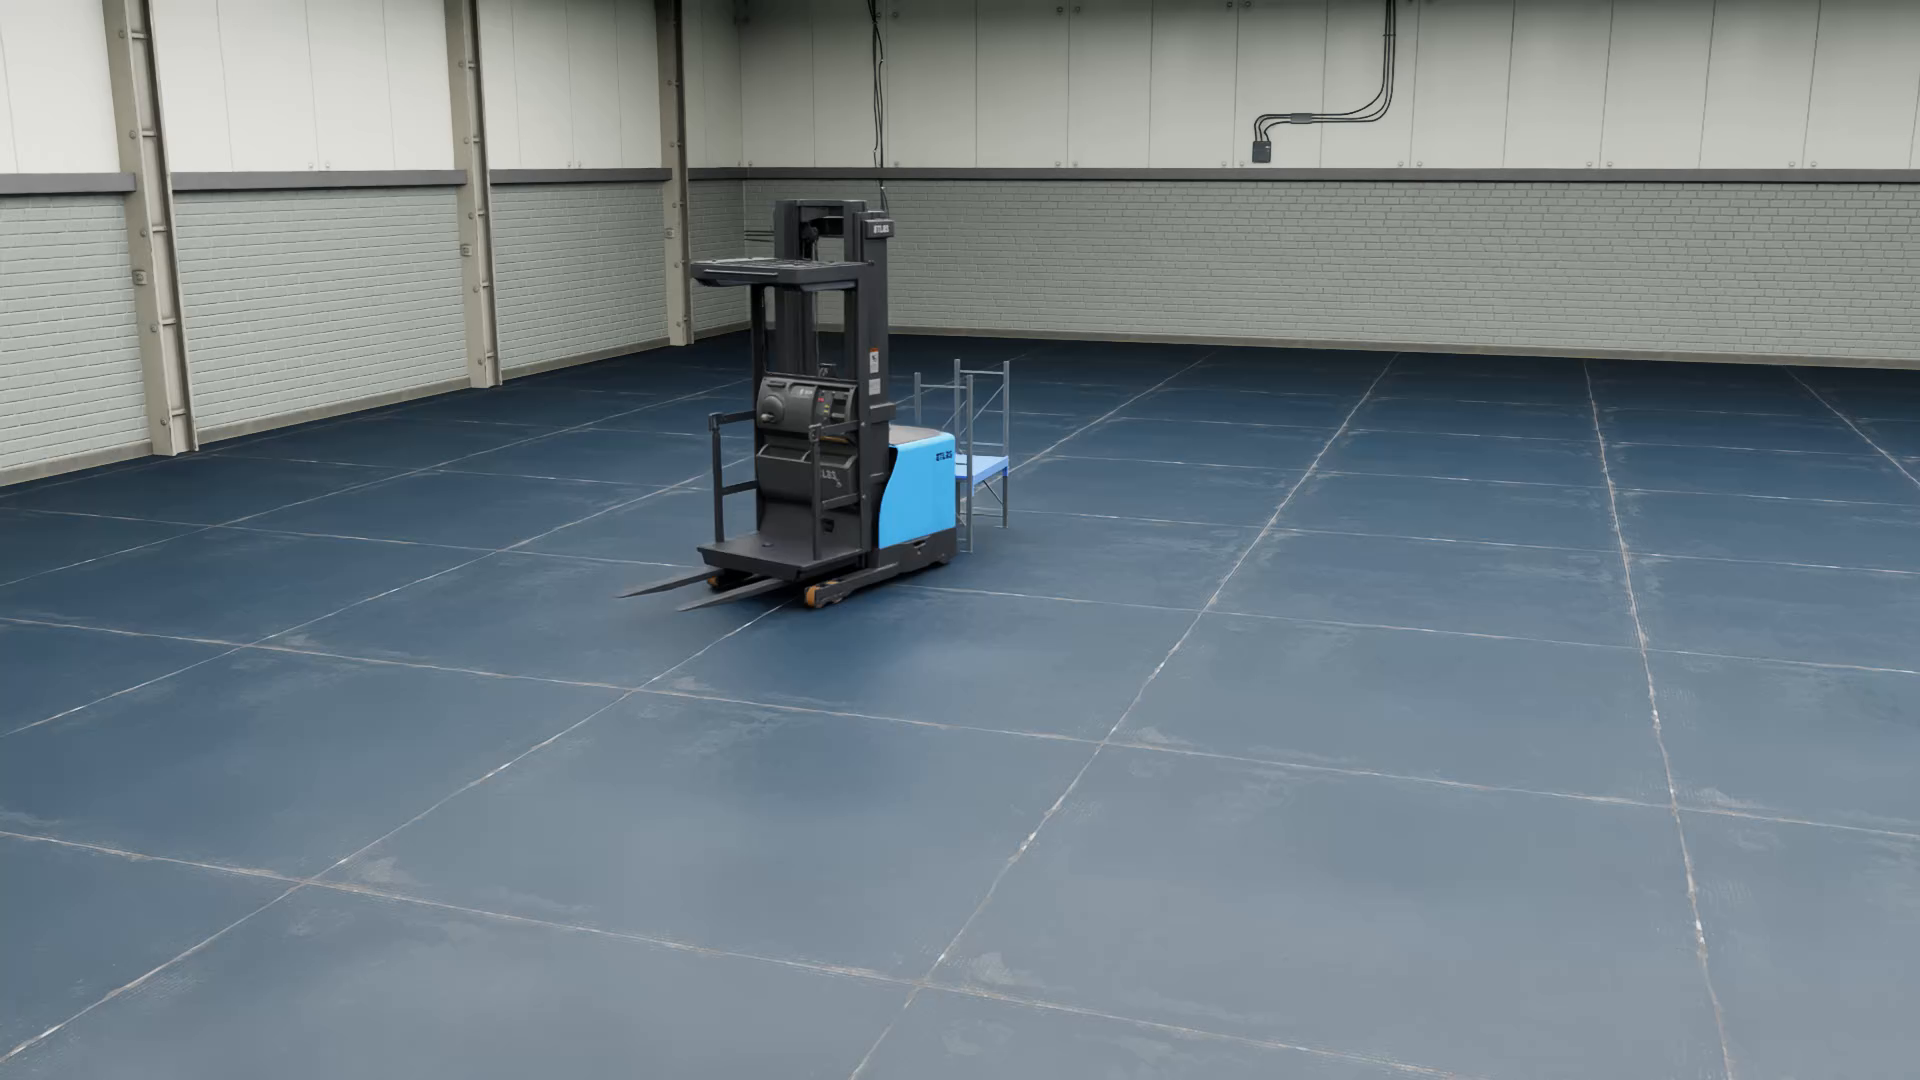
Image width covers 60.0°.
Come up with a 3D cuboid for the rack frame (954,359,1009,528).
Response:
[{"bbox_3d":[0.192,-0.856,14.869,0.500,1.500,0.032,4,14,18],"label":"rack frame"}]

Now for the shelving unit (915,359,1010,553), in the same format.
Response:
[{"bbox_3d":[0.028,-0.749,14.400,0.538,1.500,1.048,4,14,18],"label":"shelving unit"}]

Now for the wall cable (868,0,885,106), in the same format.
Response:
[{"bbox_3d":[-0.251,-9.189,30.154,3.097,2.526,0.112,4,14,18],"label":"wall cable"}]

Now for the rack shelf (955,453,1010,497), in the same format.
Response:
[{"bbox_3d":[0.028,-0.574,14.440,0.538,0.185,1.000,4,14,18],"label":"rack shelf"}]

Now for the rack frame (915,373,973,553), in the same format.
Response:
[{"bbox_3d":[-0.137,-0.642,13.931,0.500,1.500,0.032,4,14,18],"label":"rack frame"}]

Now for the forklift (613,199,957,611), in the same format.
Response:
[{"bbox_3d":[-1.296,-1.046,12.482,1.130,2.935,3.031,9,16,35],"label":"forklift"}]

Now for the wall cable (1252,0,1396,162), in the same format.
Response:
[{"bbox_3d":[6.167,-9.407,27.836,2.305,6.003,0.169,4,14,18],"label":"wall cable"}]

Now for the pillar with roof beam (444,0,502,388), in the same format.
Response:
[{"bbox_3d":[-2.883,-6.337,22.031,9.100,9.000,0.400,4,14,18],"label":"pillar with roof beam"}]

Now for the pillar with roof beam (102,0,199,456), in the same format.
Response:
[{"bbox_3d":[-4.825,-5.074,16.496,9.100,9.000,0.400,4,14,18],"label":"pillar with roof beam"}]

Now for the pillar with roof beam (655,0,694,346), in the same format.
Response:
[{"bbox_3d":[-0.942,-7.601,27.565,9.100,9.000,0.400,4,14,18],"label":"pillar with roof beam"}]

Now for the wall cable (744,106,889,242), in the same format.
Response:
[{"bbox_3d":[-2.811,-6.922,31.570,3.097,2.526,0.112,4,14,18],"label":"wall cable"}]
